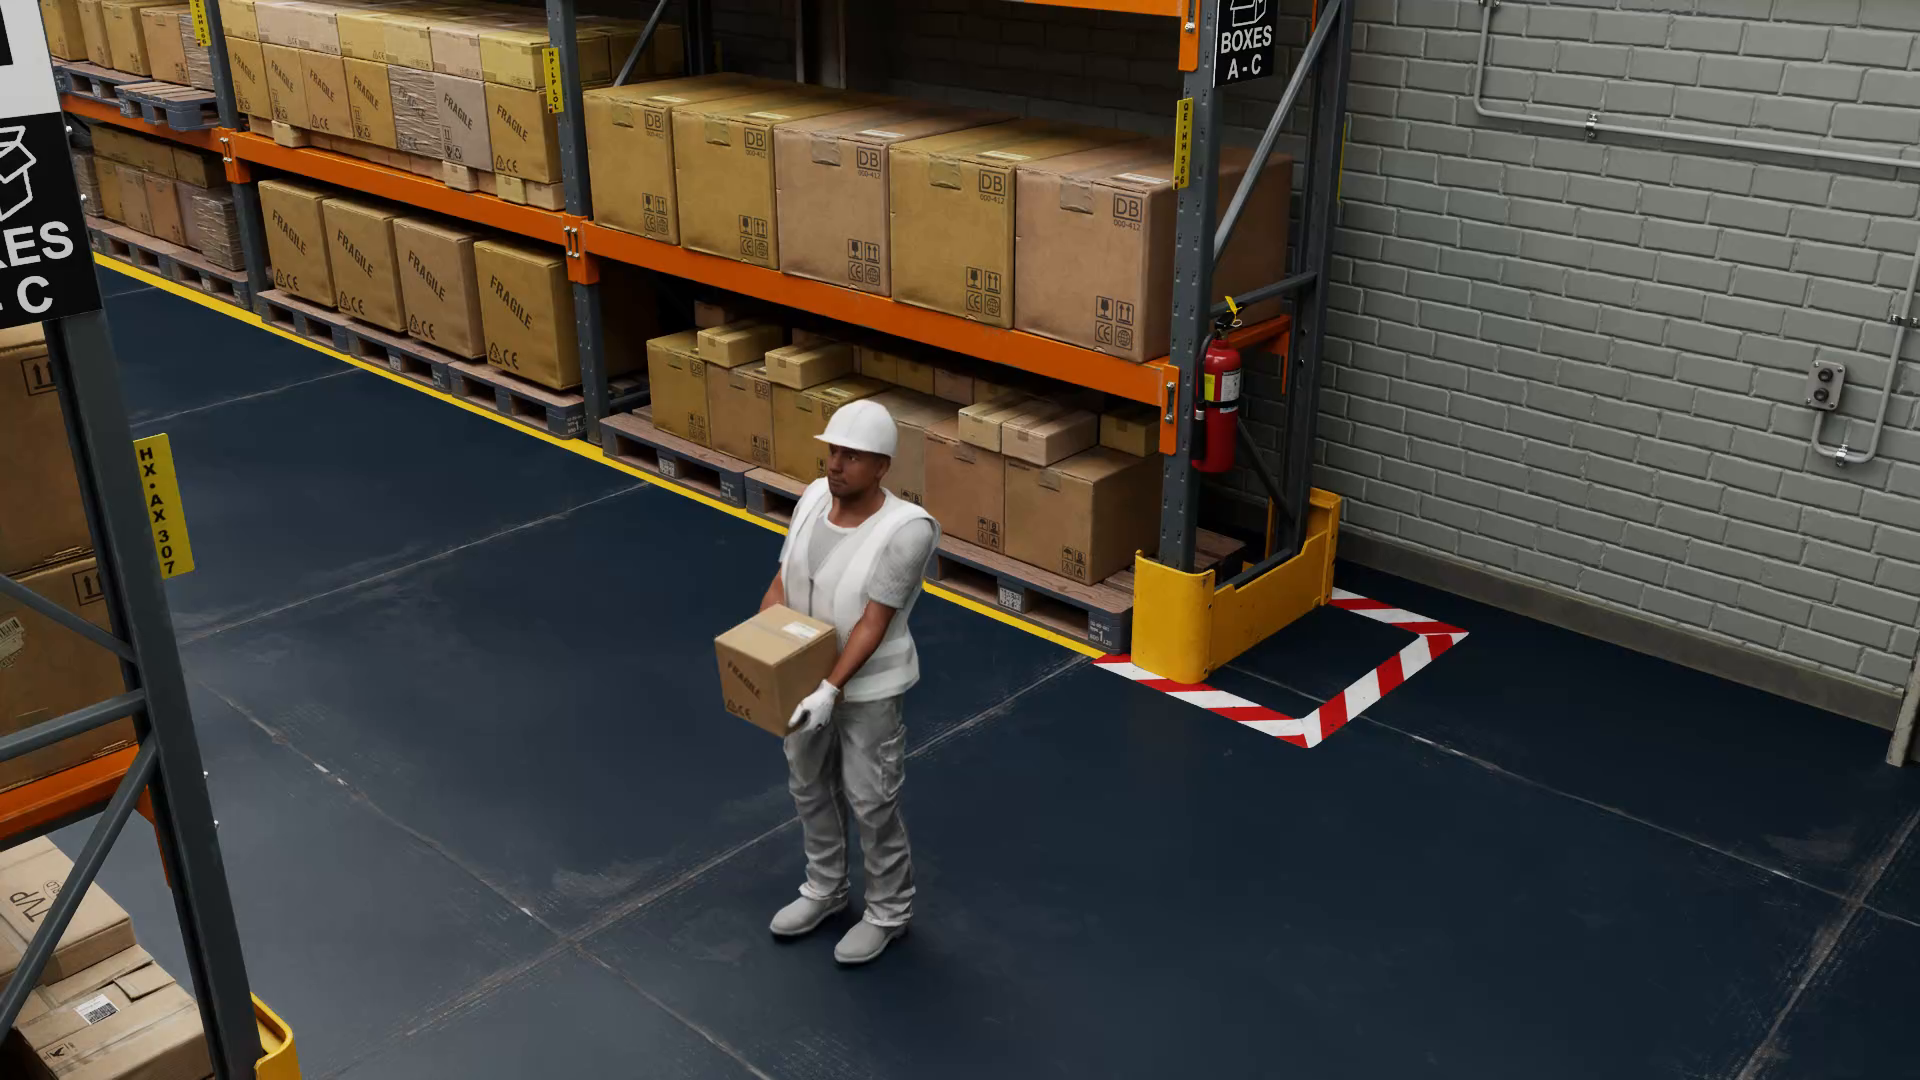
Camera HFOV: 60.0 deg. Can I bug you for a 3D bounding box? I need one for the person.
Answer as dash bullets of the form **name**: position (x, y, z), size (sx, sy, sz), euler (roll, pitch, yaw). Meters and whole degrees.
- **person**: position (-0.394, 0.465, 5.020), size (0.493, 1.782, 0.573), euler (20, 31, 38)
